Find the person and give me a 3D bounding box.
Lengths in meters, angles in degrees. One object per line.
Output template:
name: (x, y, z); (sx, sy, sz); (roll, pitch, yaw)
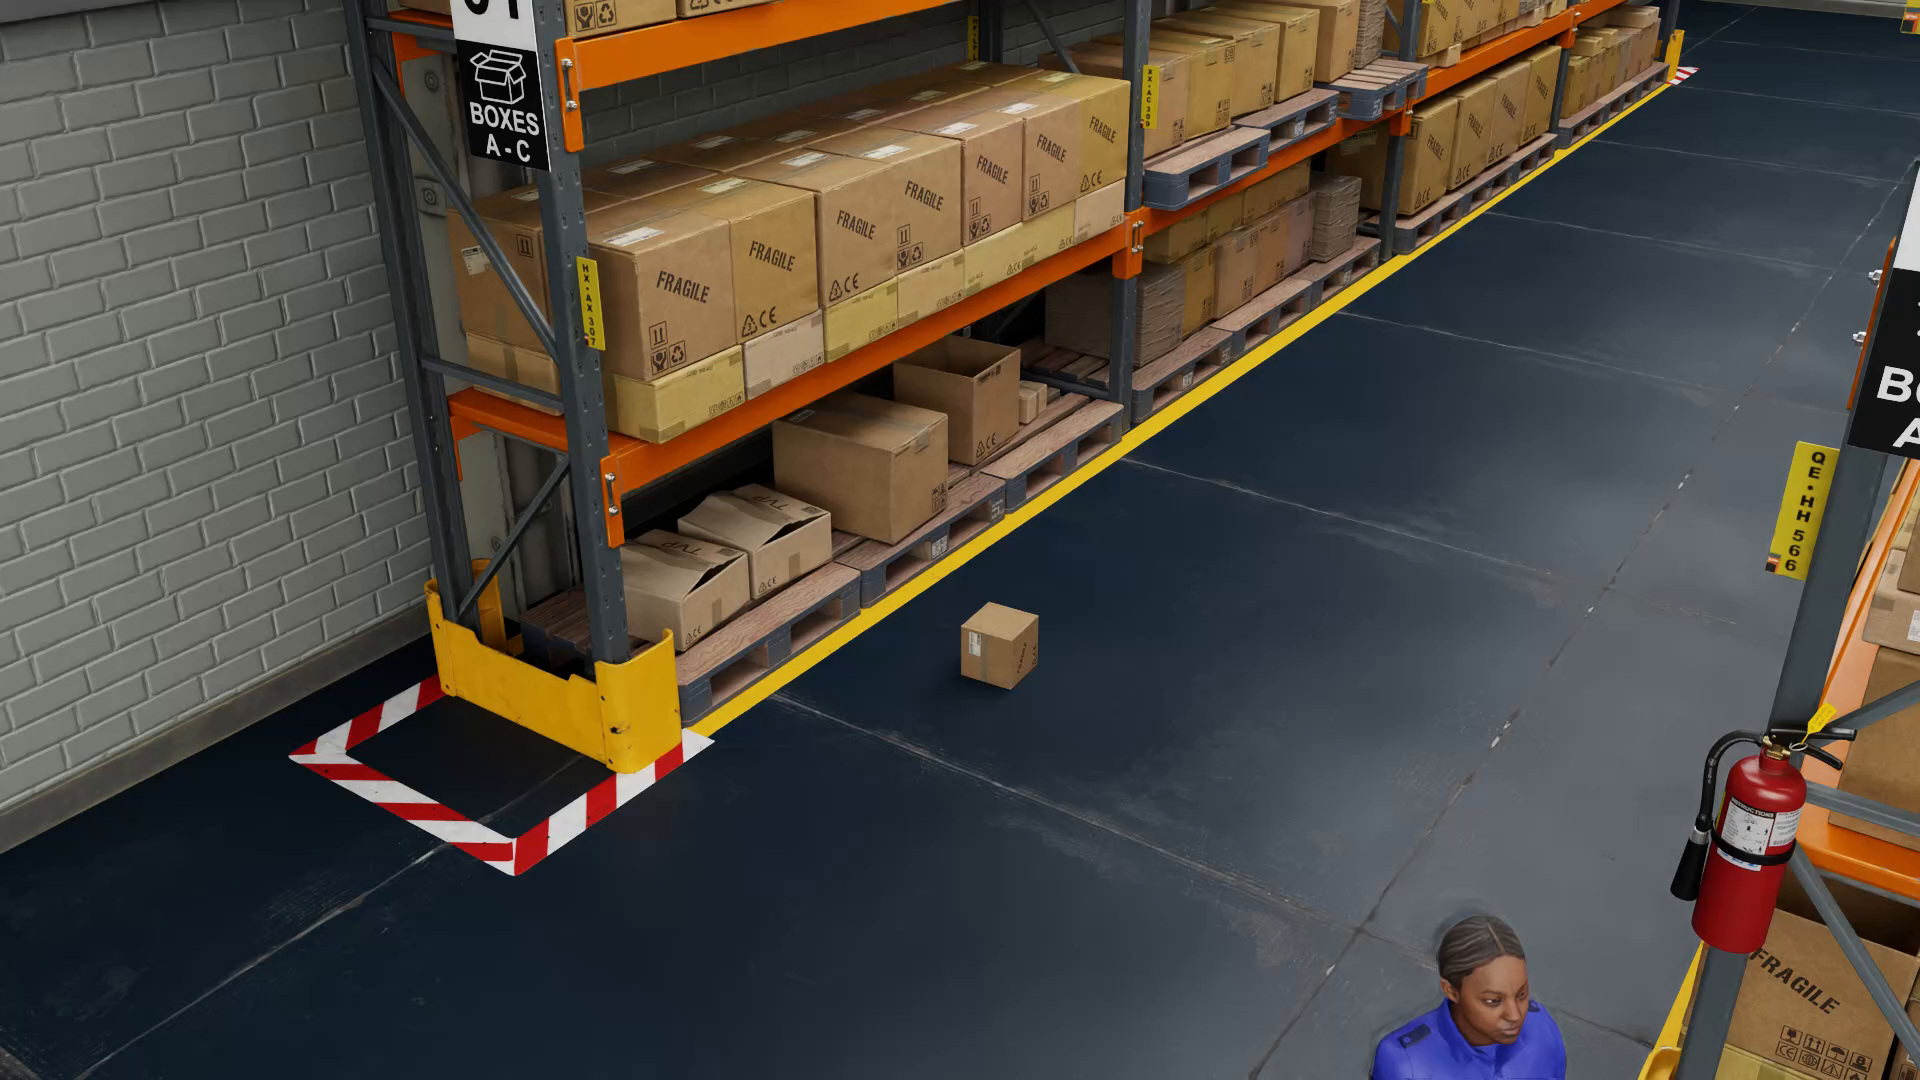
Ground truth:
person: (1.090, 1.492, 3.698); (0.443, 1.612, 0.910); (-10, 29, -19)
